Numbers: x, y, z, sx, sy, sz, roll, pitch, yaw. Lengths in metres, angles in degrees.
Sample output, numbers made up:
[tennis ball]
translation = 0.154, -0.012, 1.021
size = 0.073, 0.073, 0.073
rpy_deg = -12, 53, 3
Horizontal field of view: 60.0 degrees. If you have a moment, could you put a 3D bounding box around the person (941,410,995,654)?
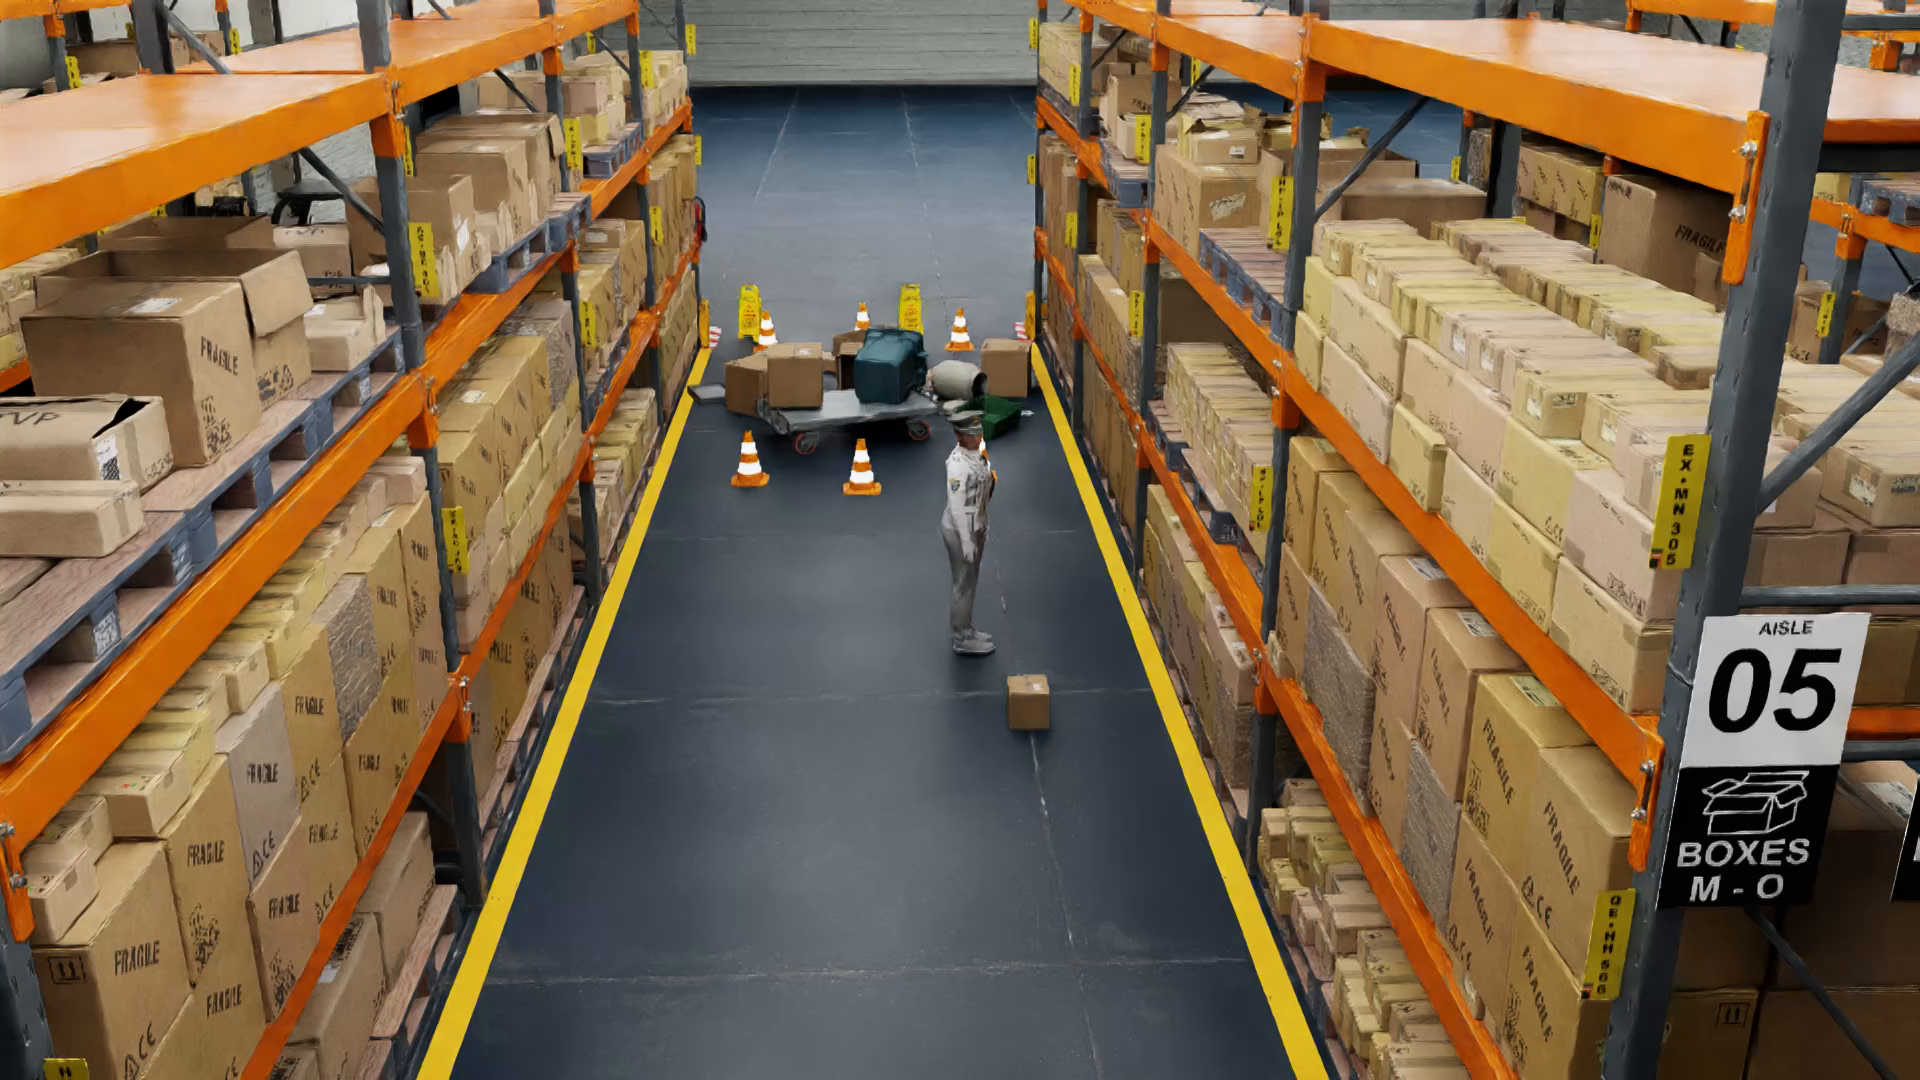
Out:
[person]
translation = 0.064, -0.038, 11.168
size = 0.377, 1.711, 0.534
rpy_deg = 5, 21, 12
